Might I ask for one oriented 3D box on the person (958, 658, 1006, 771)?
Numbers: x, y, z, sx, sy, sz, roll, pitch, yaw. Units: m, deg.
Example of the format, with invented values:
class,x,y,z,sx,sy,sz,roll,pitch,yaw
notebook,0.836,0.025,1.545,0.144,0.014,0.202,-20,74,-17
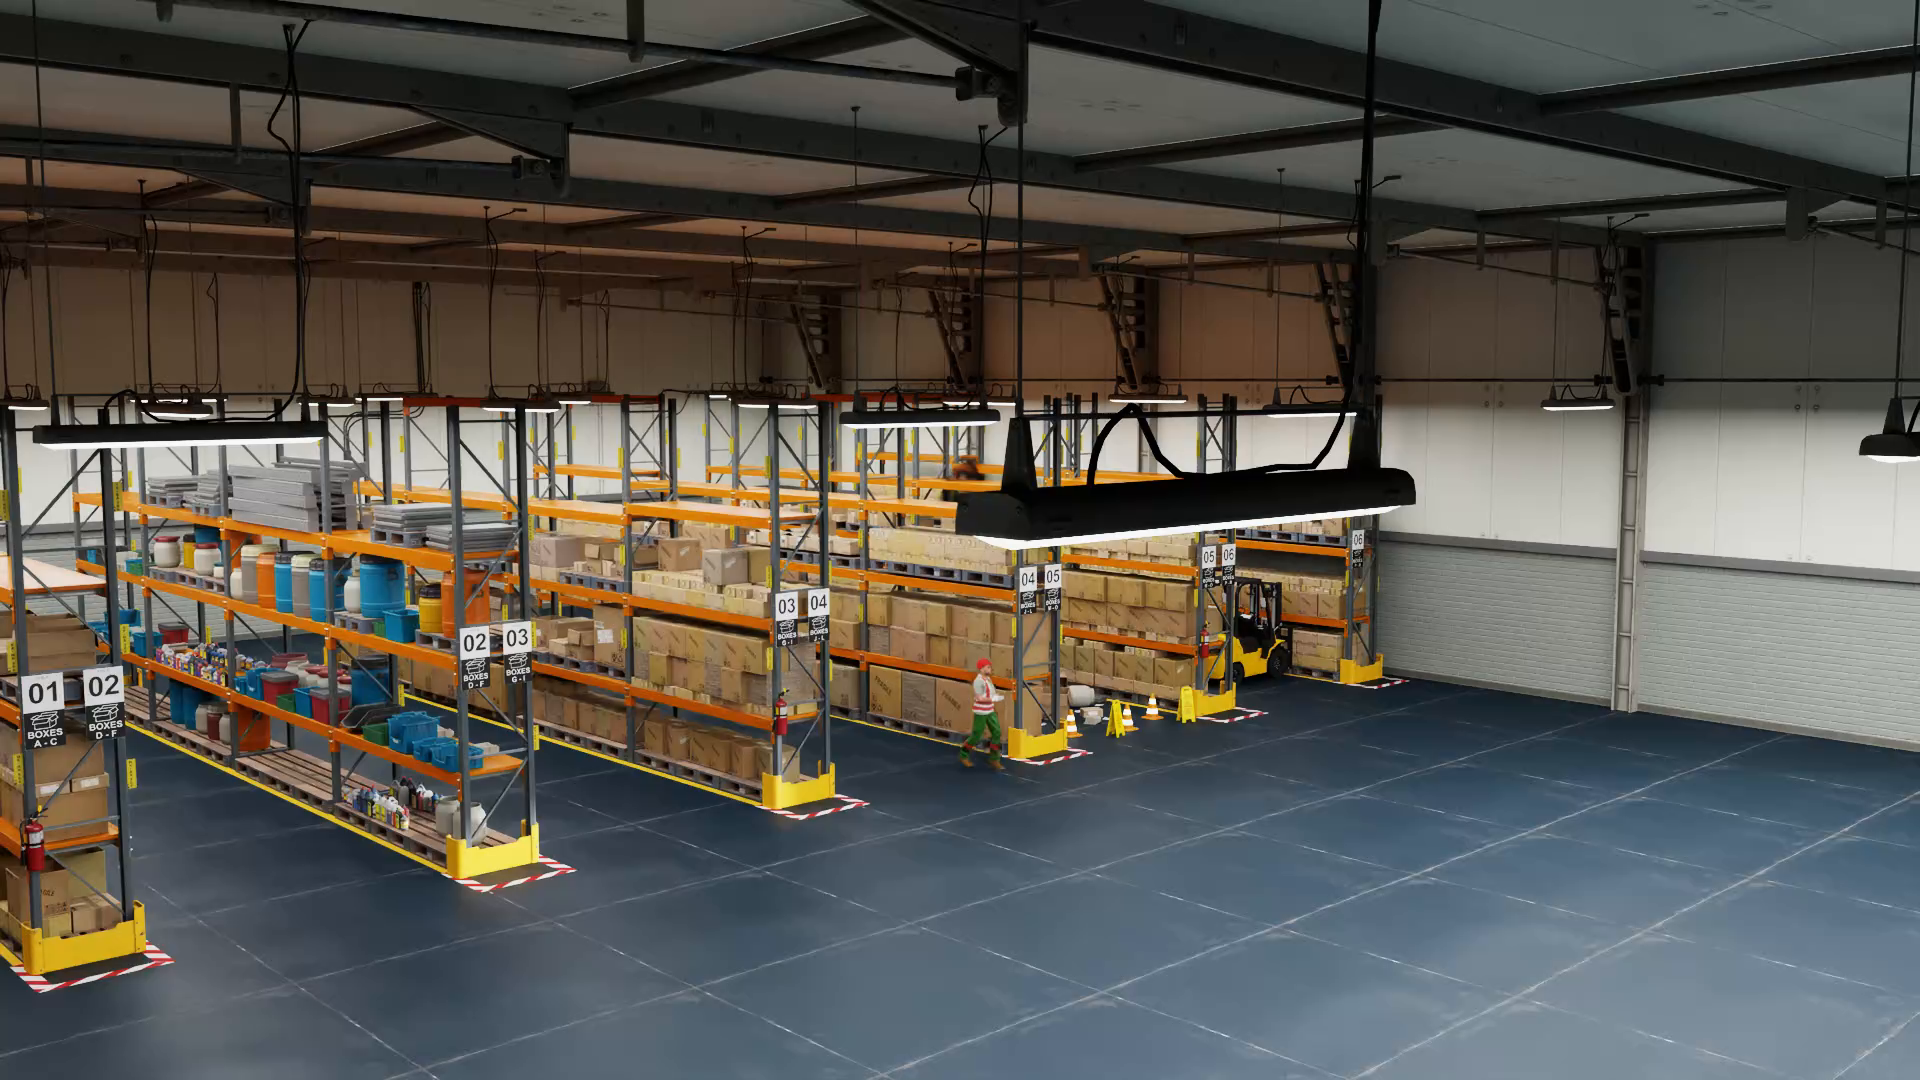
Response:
class,x,y,z,sx,sy,sz,roll,pitch,yaw
person,0.361,2.832,26.934,0.835,1.852,0.655,3,6,25
